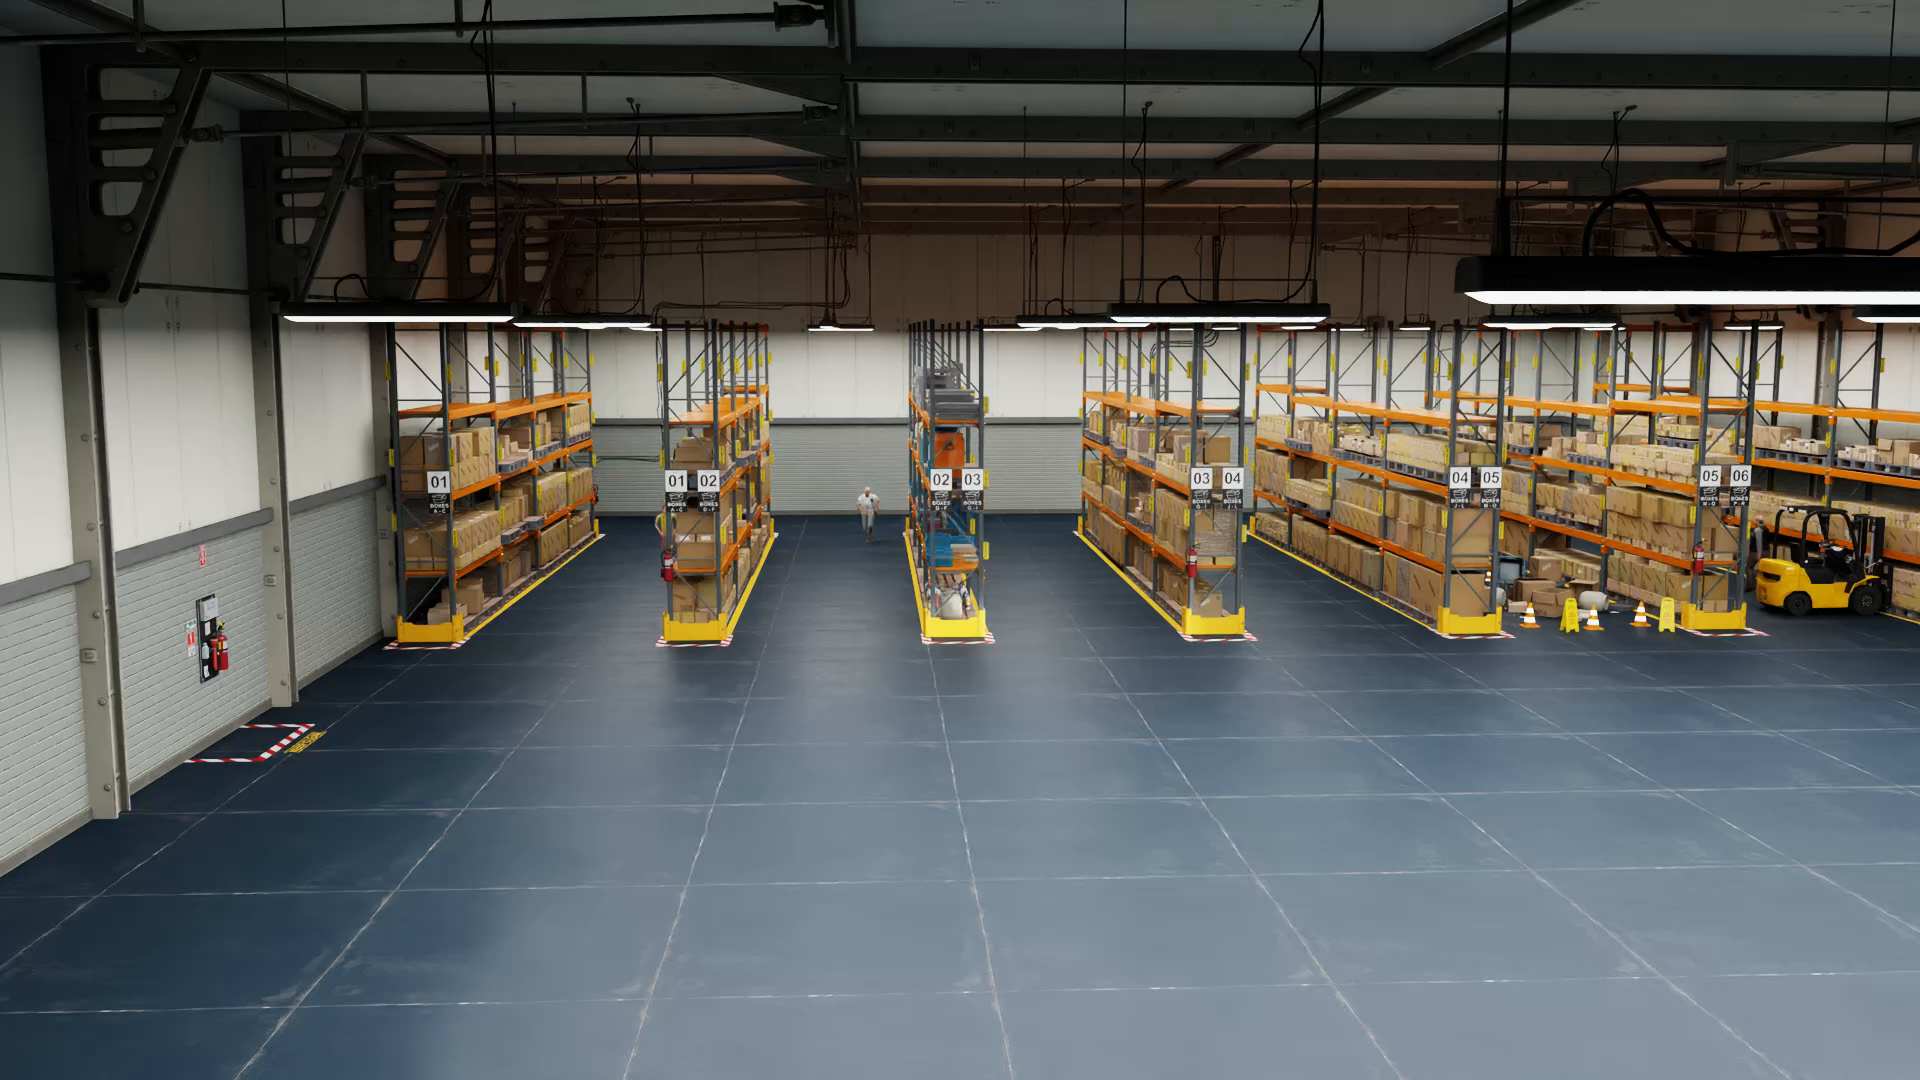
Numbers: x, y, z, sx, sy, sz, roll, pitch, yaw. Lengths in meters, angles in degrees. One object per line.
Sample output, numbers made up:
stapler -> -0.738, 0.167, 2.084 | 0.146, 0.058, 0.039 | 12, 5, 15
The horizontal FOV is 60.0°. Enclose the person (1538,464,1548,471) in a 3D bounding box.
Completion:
person -> 18.371, -1.654, 52.564 | 0.617, 1.754, 0.563 | -3, 8, -20

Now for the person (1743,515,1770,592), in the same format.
person -> 17.788, 0.338, 36.933 | 0.514, 1.761, 0.624 | -2, 7, -14

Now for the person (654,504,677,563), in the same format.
person -> -7.227, -0.126, 41.089 | 0.556, 1.574, 0.687 | 1, 7, 6

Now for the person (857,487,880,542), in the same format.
person -> -2.519, -0.707, 45.799 | 0.615, 1.568, 0.758 | 1, 7, 6
